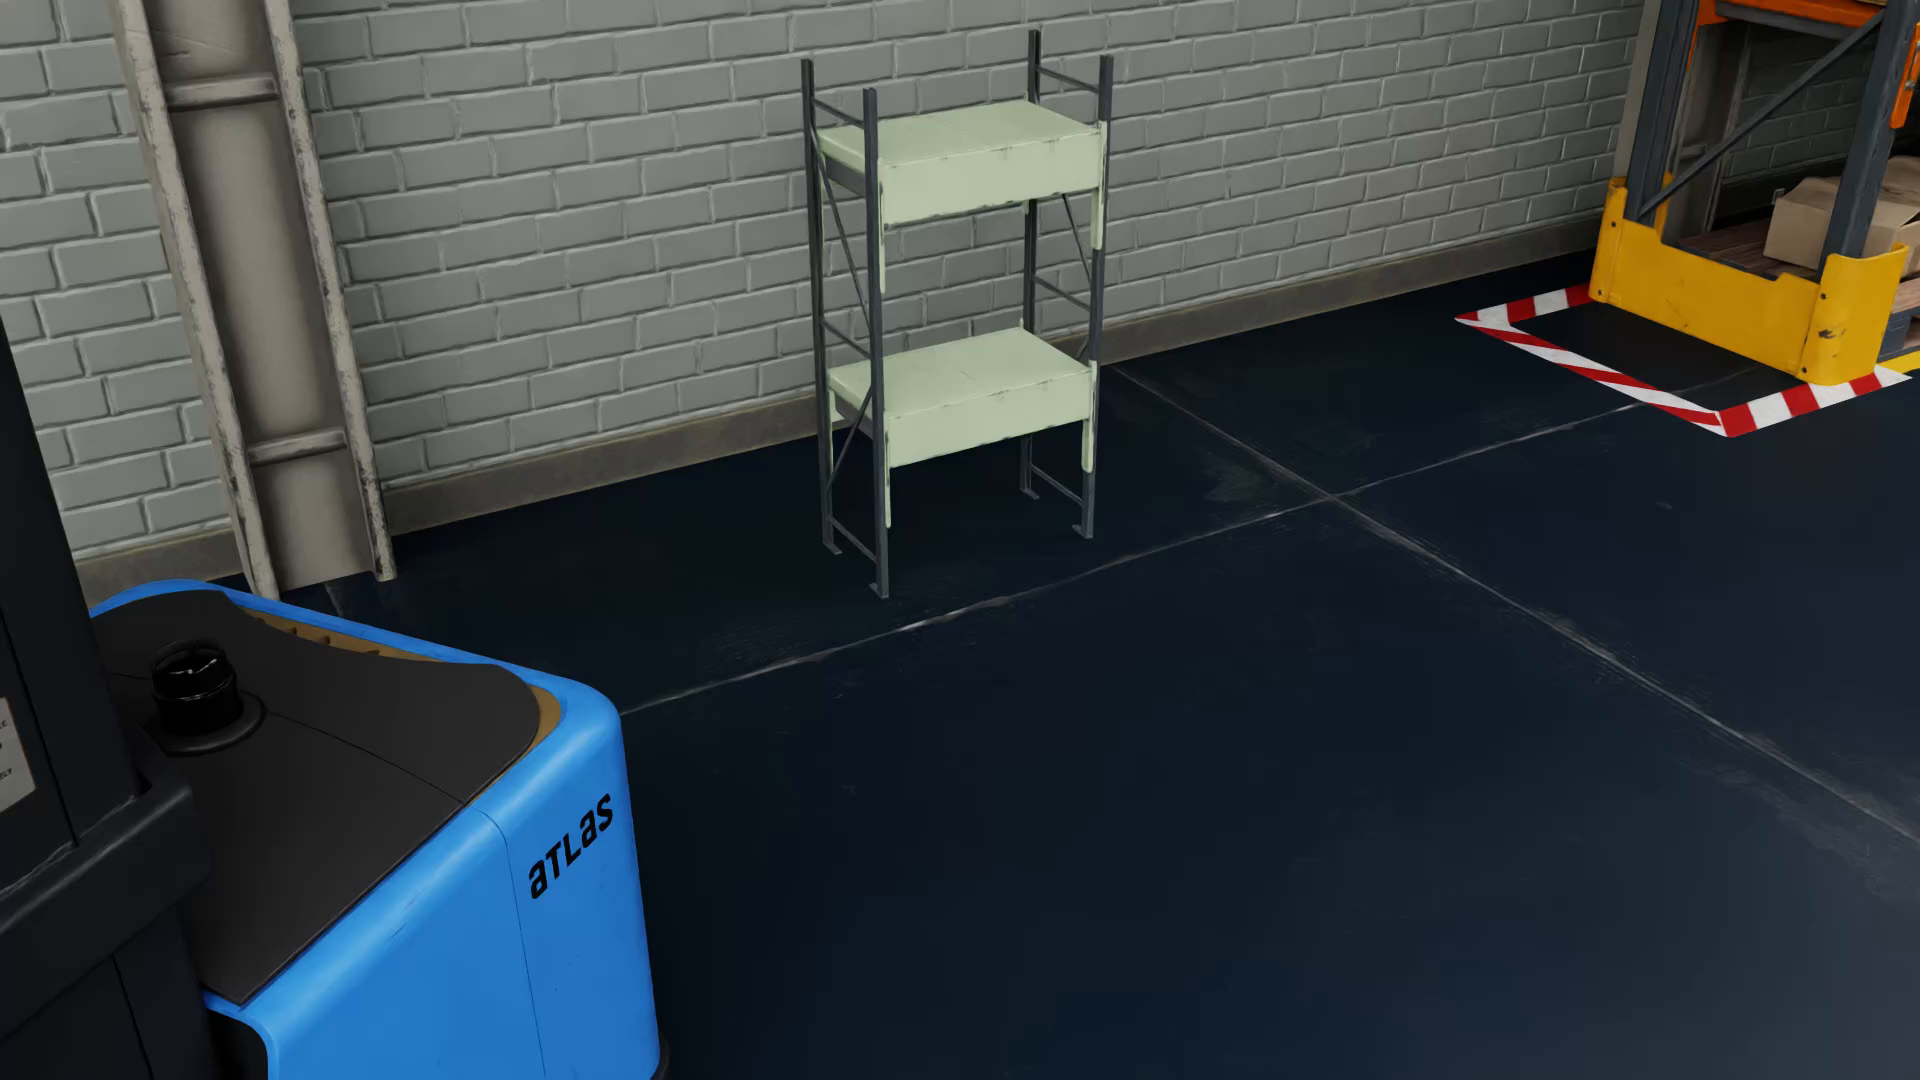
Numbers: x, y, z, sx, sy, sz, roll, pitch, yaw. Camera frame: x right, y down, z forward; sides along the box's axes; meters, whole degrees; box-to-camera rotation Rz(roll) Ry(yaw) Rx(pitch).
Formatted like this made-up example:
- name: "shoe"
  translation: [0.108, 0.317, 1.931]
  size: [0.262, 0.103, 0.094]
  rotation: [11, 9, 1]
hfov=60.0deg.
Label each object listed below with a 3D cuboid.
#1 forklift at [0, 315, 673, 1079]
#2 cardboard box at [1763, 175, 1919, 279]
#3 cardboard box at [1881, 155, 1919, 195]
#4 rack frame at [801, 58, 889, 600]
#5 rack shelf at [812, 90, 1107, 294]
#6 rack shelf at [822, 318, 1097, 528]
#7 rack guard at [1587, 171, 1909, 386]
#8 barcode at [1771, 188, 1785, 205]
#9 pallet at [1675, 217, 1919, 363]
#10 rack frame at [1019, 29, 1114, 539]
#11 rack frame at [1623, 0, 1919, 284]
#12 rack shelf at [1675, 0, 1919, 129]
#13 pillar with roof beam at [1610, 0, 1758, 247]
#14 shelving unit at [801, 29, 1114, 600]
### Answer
- name: "forklift"
  translation: [-1.568, 0.451, 1.399]
  size: [1.130, 2.935, 3.031]
  rotation: [12, 31, 21]
- name: "cardboard box"
  translation: [3.697, -1.299, 6.827]
  size: [0.500, 0.311, 0.500]
  rotation: [-20, 35, -32]
- name: "cardboard box"
  translation: [4.189, -1.439, 7.080]
  size: [0.500, 0.311, 0.500]
  rotation: [-13, 31, -22]
- name: "rack frame"
  translation: [-0.321, -0.565, 4.722]
  size: [0.023, 1.500, 0.400]
  rotation: [-16, 33, -26]
- name: "rack shelf"
  translation: [-0.006, -0.997, 4.696]
  size: [0.720, 0.370, 0.431]
  rotation: [-16, 33, -26]
- name: "rack shelf"
  translation: [-0.006, -0.370, 5.042]
  size: [0.720, 0.370, 0.431]
  rotation: [-16, 33, -26]
- name: "rack guard"
  translation: [3.121, -1.076, 6.683]
  size: [0.348, 0.500, 1.175]
  rotation: [-16, 33, -26]
- name: "barcode"
  translation: [3.510, -1.474, 7.135]
  size: [0.075, 0.075, 0.001]
  rotation: [-16, 33, -26]
- name: "pallet"
  translation: [3.839, -1.134, 7.086]
  size: [1.213, 0.211, 1.003]
  rotation: [-16, 33, -26]
- name: "rack frame"
  translation: [0.310, -0.745, 5.047]
  size: [0.023, 1.500, 0.400]
  rotation: [-16, 33, -26]
- name: "rack frame"
  translation: [3.055, -2.152, 6.045]
  size: [0.127, 3.000, 1.000]
  rotation: [-16, 33, -26]
- name: "rack shelf"
  translation: [4.780, -2.327, 7.106]
  size: [4.000, 0.370, 1.077]
  rotation: [-16, 33, -26]
- name: "pillar with roof beam"
  translation: [5.401, -3.517, 2.309]
  size: [0.400, 9.000, 9.100]
  rotation: [-16, 33, -26]
- name: "shelving unit"
  translation: [-0.006, -0.655, 4.885]
  size: [0.755, 1.500, 0.431]
  rotation: [-16, 33, -26]
